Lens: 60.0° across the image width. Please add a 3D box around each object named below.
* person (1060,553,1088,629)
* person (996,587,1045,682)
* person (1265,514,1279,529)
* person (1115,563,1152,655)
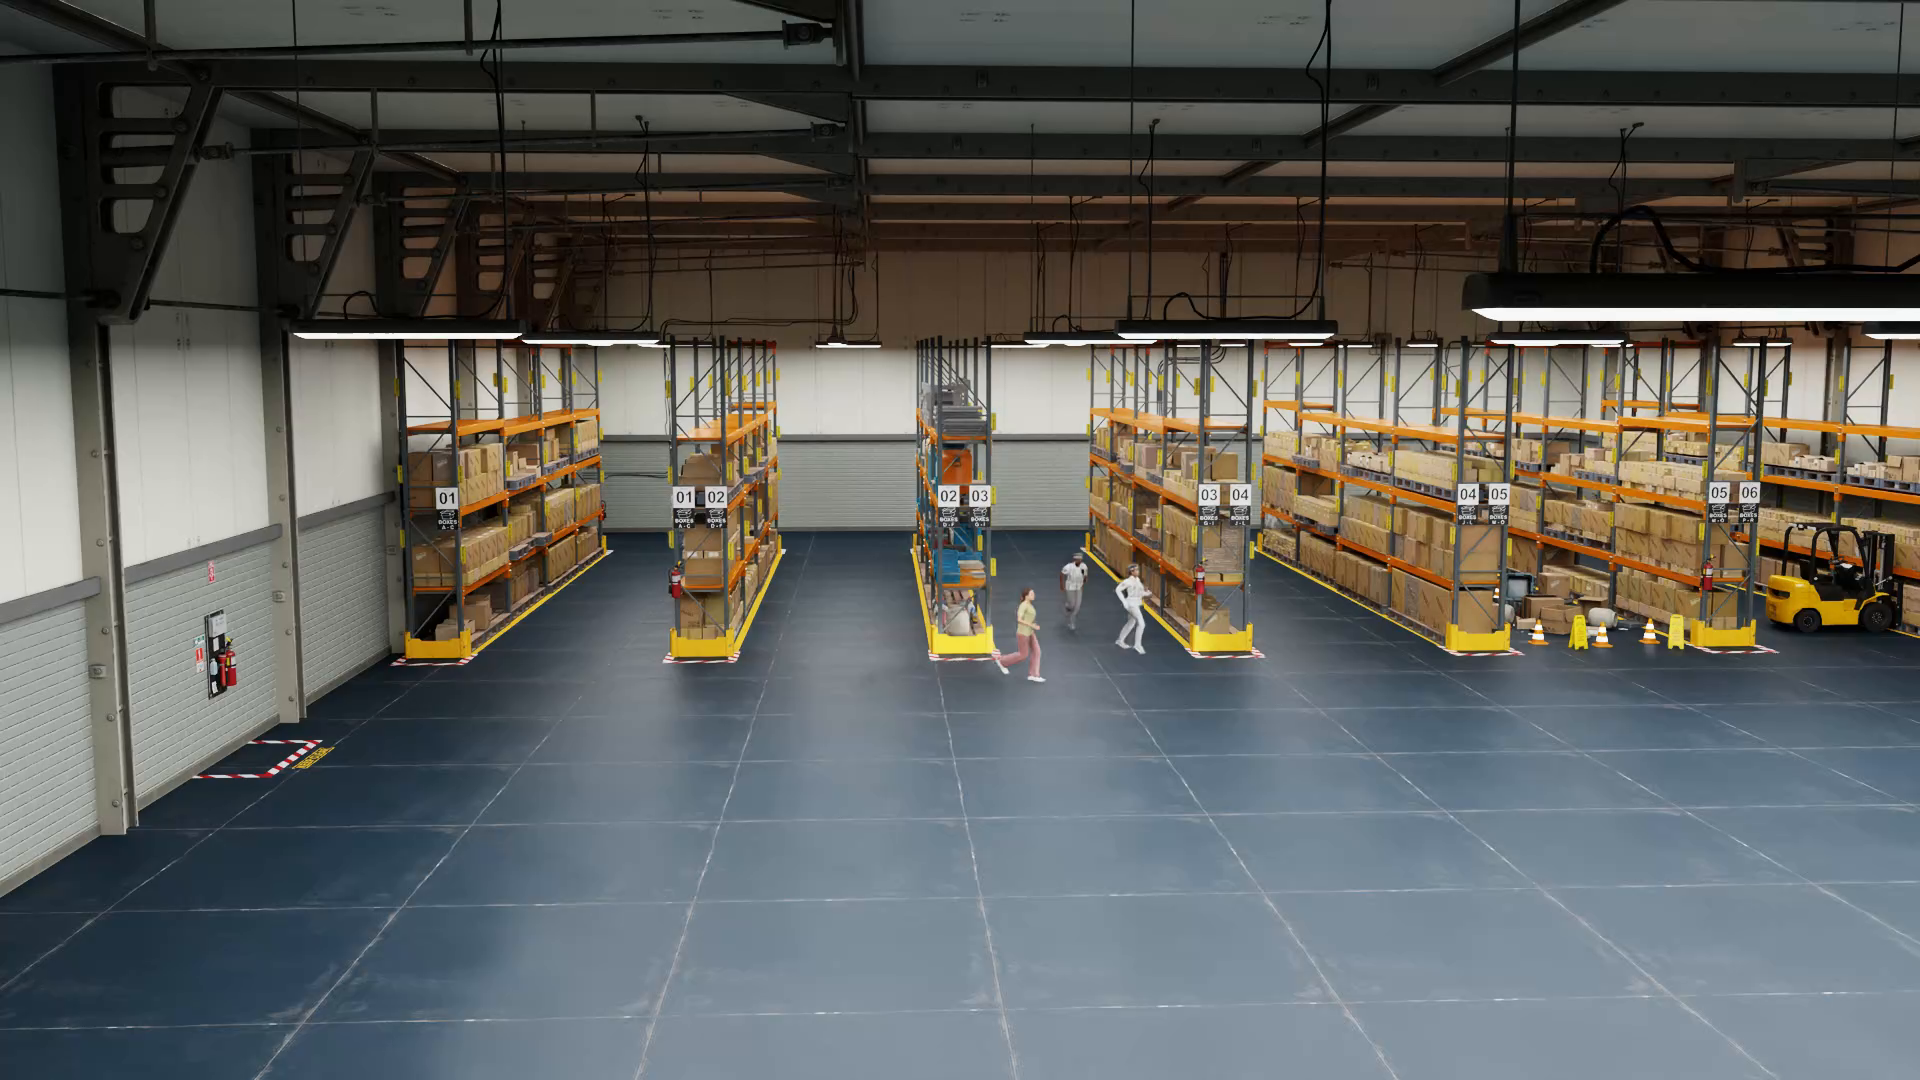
[{"bbox_3d":[2.361,1.034,34.477,0.564,1.620,0.705,-2,7,-18],"label":"person"},{"bbox_3d":[1.067,1.634,28.896,0.864,1.654,0.568,2,7,19],"label":"person"},{"bbox_3d":[9.418,-0.744,49.916,0.584,1.624,0.556,-5,8,-35],"label":"person"},{"bbox_3d":[3.302,1.298,31.613,0.734,1.750,0.584,3,7,28],"label":"person"}]
